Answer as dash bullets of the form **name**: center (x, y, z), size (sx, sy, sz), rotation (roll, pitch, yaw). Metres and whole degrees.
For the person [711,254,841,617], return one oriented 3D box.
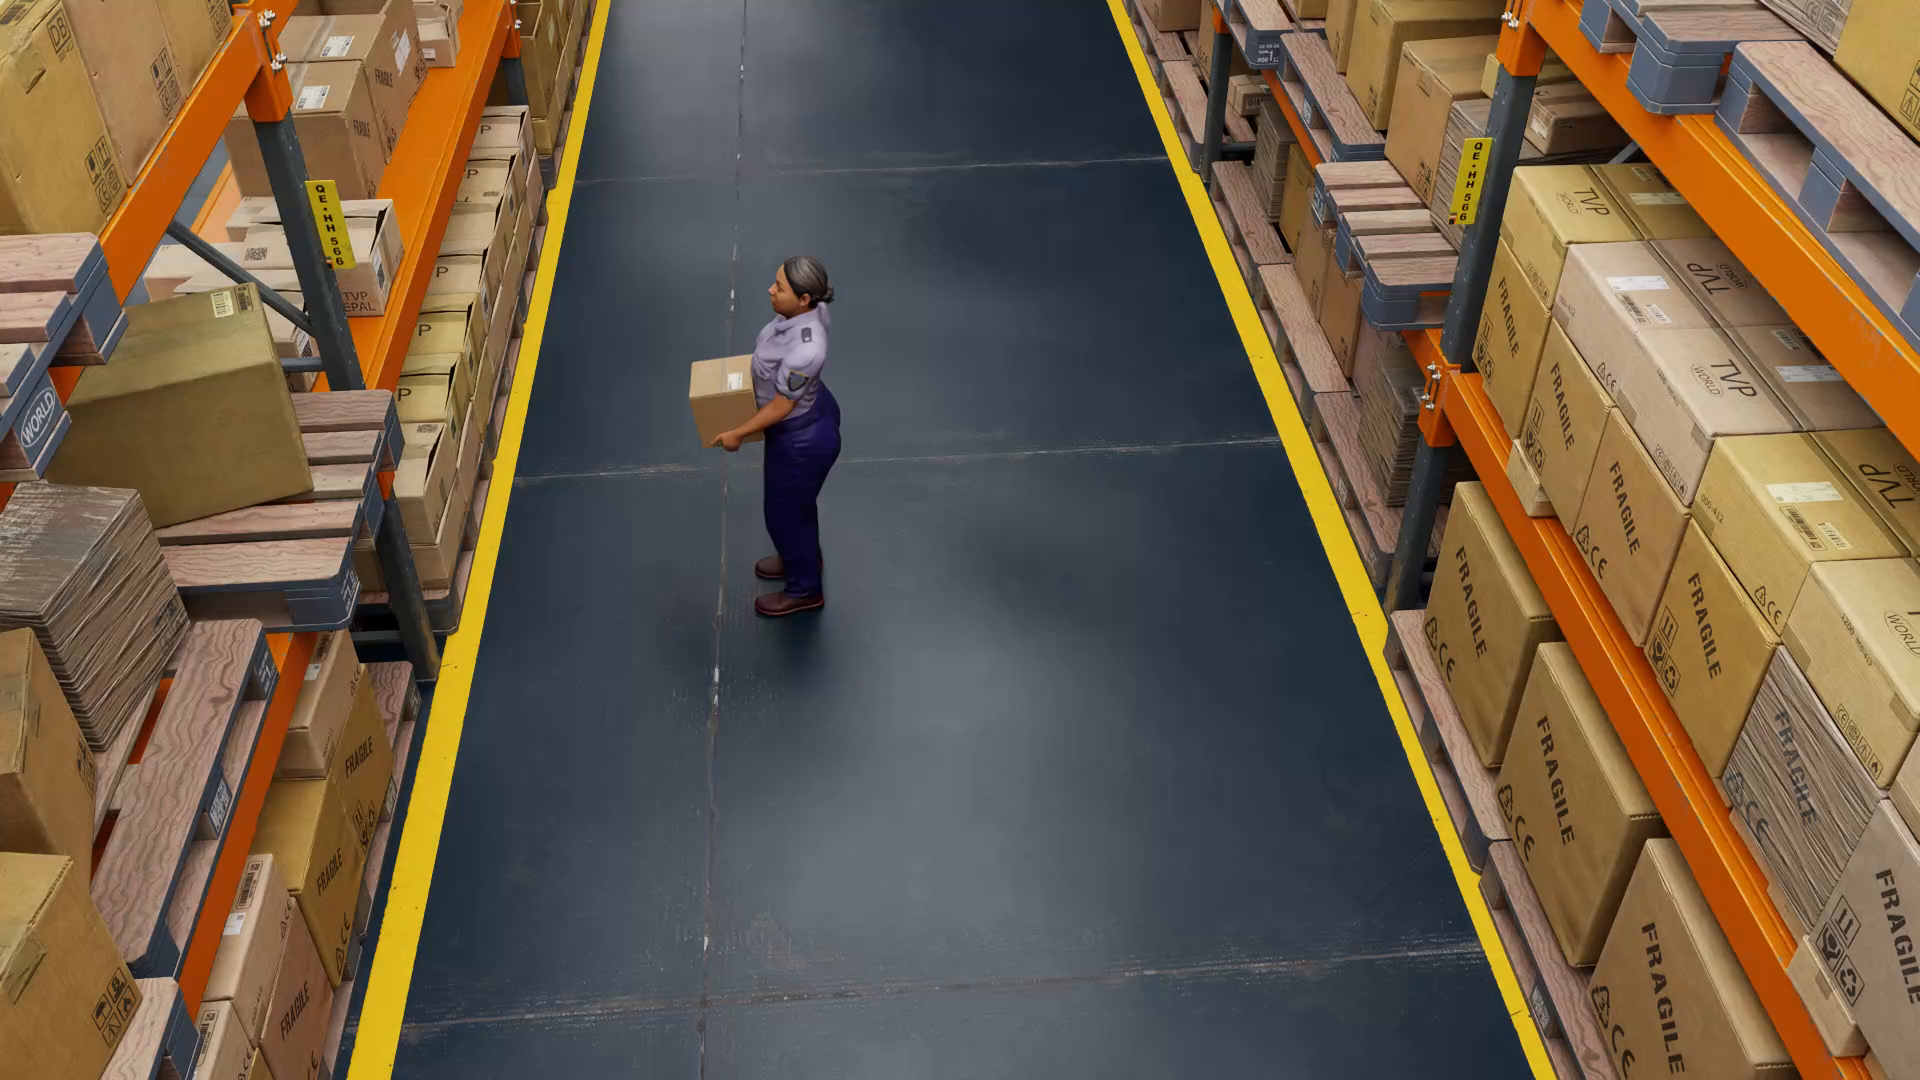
- **person**: center (-0.730, -0.418, 6.685), size (0.518, 1.636, 0.453), rotation (-3, 39, -3)
